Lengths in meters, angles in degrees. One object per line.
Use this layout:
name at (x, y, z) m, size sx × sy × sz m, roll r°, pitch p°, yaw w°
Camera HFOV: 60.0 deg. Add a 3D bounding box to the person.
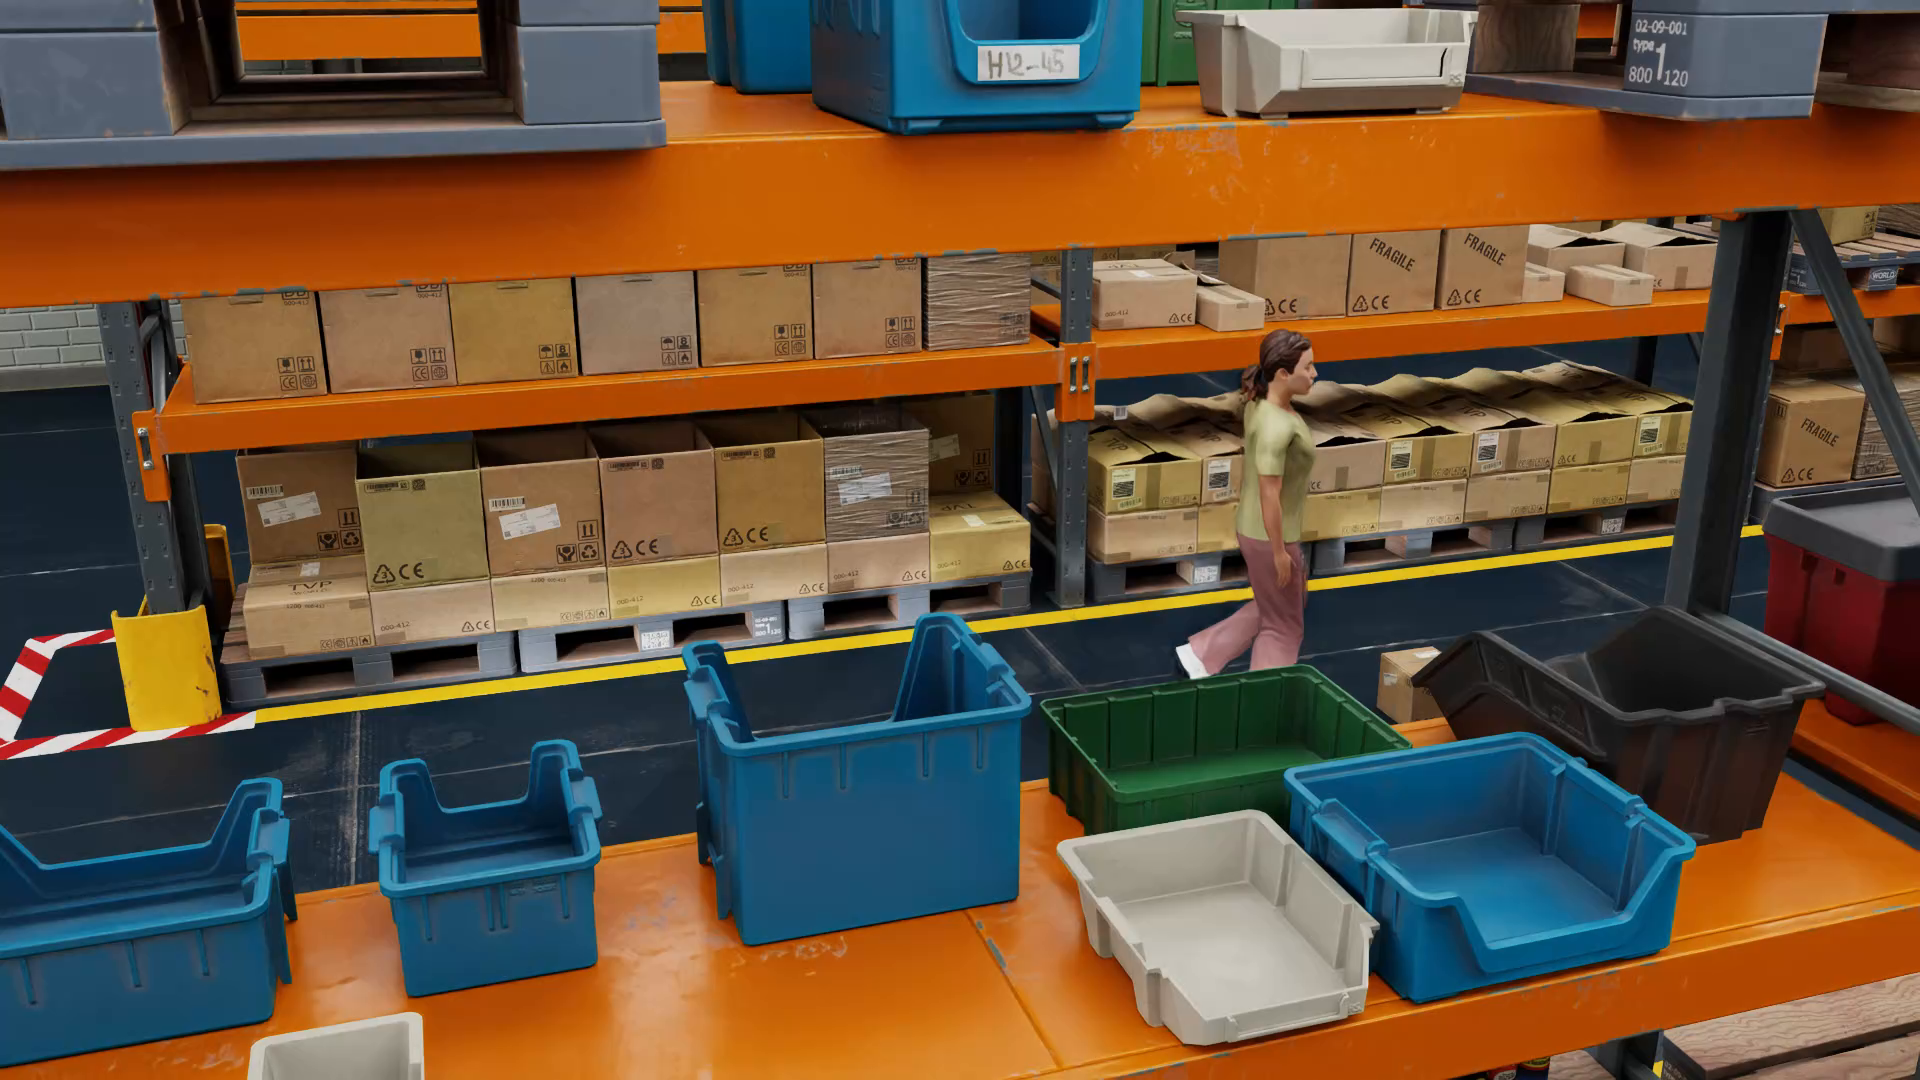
person at (1.174, -0.018, 6.568) m, size 0.589 × 1.665 × 0.492 m, roll 2°, pitch 19°, yaw 5°
